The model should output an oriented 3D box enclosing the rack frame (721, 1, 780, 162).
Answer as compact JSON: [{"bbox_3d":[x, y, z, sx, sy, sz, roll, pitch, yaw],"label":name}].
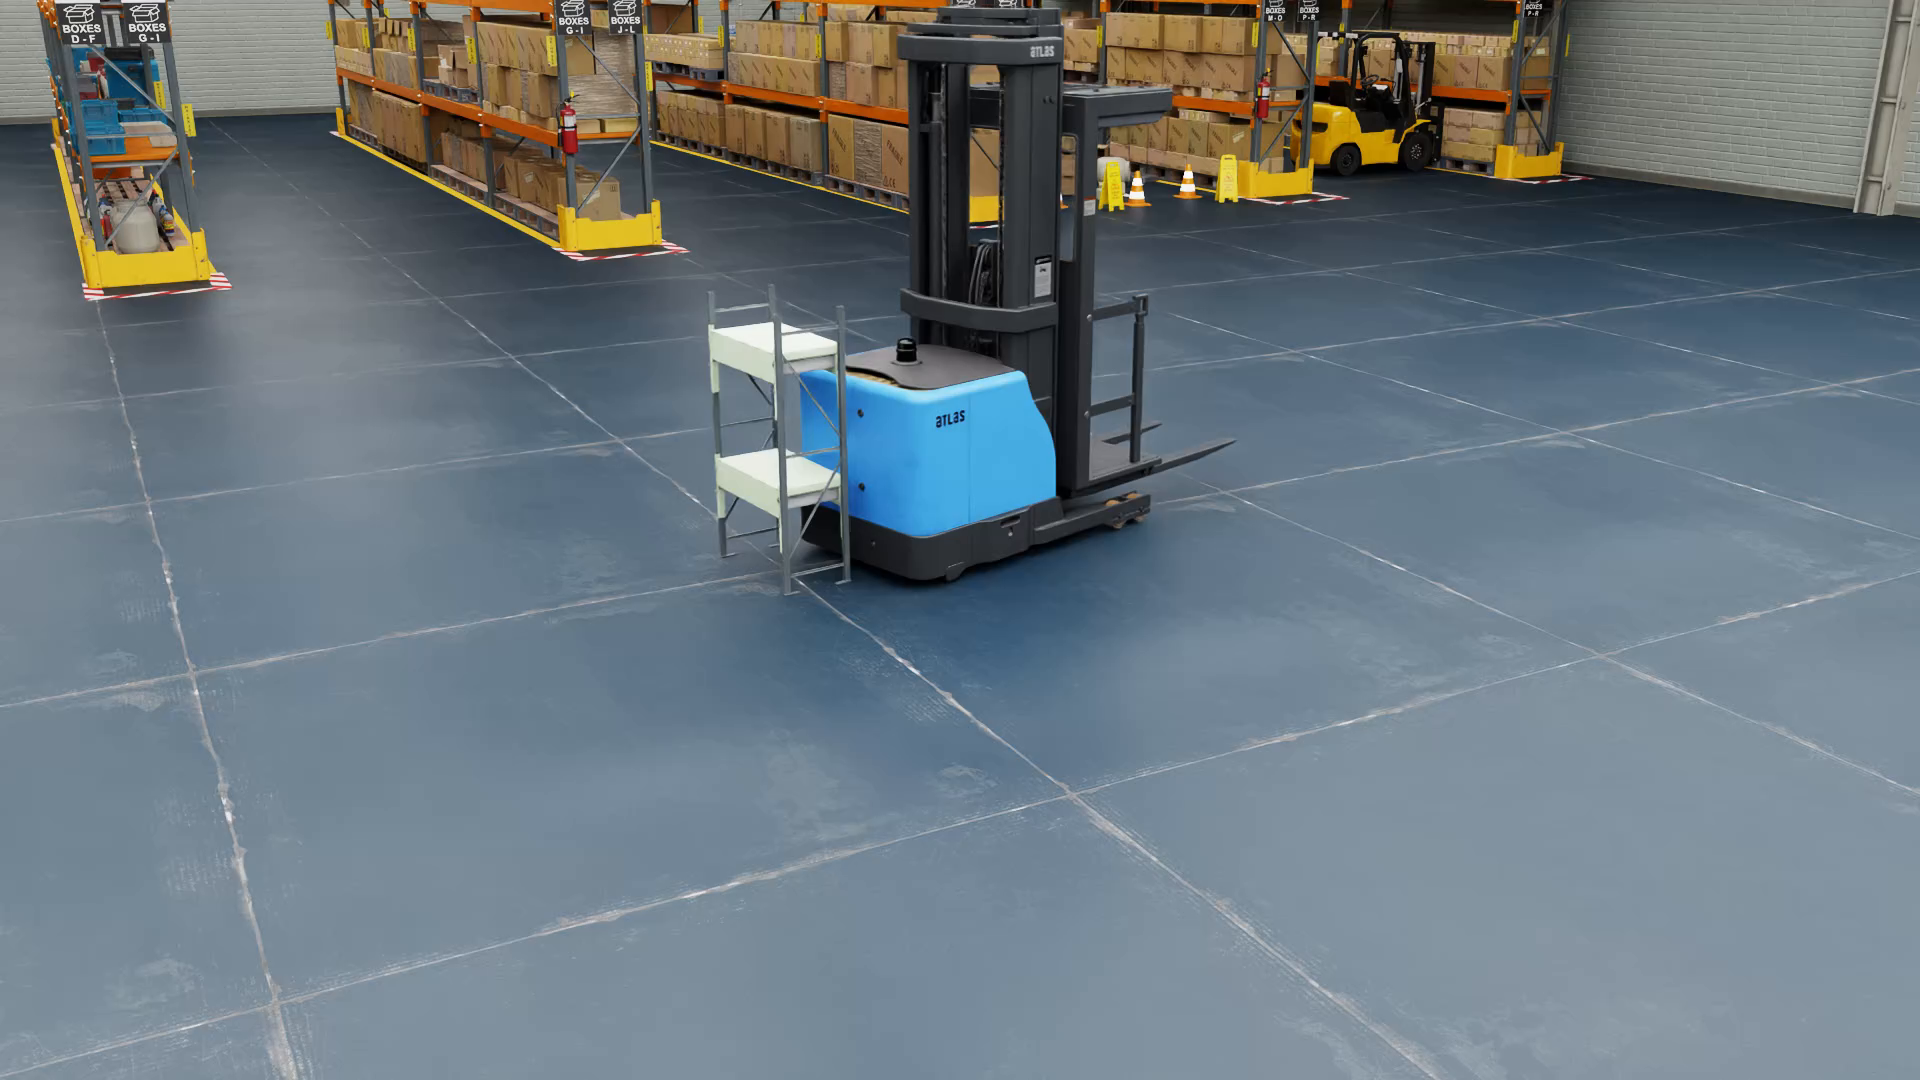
[{"bbox_3d":[-3.491,-7.931,28.017,1.000,3.000,0.127,-10,21,-27],"label":"rack frame"}]

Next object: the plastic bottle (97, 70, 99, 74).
[{"bbox_3d":[-13.565,-7.314,26.304,0.144,0.351,0.185,-10,21,-27],"label":"plastic bottle"}]

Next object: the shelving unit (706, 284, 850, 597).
[{"bbox_3d":[-0.972,-0.548,8.921,0.431,1.500,0.755,-13,23,-33],"label":"shelving unit"}]

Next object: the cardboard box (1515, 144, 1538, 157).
[{"bbox_3d":[8.922,-6.270,26.775,0.500,0.250,0.500,-10,21,-26],"label":"cardboard box"}]

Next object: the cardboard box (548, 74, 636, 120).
[{"bbox_3d":[-4.342,-5.245,19.624,0.875,0.500,0.500,-10,21,-27],"label":"cardboard box"}]

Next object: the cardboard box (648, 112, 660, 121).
[{"bbox_3d":[-5.819,-8.112,31.812,0.380,0.149,0.250,-10,21,-26],"label":"cardboard box"}]

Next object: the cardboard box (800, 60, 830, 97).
[{"bbox_3d":[-2.074,-6.938,24.987,0.500,0.500,0.500,-10,21,-27],"label":"cardboard box"}]

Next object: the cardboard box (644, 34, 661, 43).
[{"bbox_3d":[-5.608,-9.256,30.686,0.380,0.149,0.250,-9,21,-24],"label":"cardboard box"}]

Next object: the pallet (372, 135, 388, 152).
[{"bbox_3d":[-10.095,-7.252,30.325,1.003,0.211,1.213,-10,21,-27],"label":"pallet"}]

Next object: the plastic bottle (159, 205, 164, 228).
[{"bbox_3d":[-9.357,-3.800,19.554,0.097,0.271,0.097,0,19,0],"label":"plastic bottle"}]

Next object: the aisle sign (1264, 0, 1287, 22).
[{"bbox_3d":[4.391,-7.596,23.062,0.394,0.787,0.004,-10,21,-27],"label":"aisle sign"}]

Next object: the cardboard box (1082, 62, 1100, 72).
[{"bbox_3d":[2.230,-7.763,27.272,0.380,0.149,0.250,-10,21,-26],"label":"cardboard box"}]

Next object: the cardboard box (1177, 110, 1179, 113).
[{"bbox_3d":[3.477,-6.558,26.459,0.500,0.500,0.500,-10,21,-26],"label":"cardboard box"}]

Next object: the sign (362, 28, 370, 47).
[{"bbox_3d":[-10.291,-8.700,28.798,0.100,0.325,0.005,-10,21,-27],"label":"sign"}]

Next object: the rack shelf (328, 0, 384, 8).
[{"bbox_3d":[-10.753,-9.992,30.494,1.077,0.370,4.000,-10,21,-27],"label":"rack shelf"}]

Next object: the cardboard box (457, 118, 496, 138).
[{"bbox_3d":[-7.298,-6.234,25.108,0.500,0.250,0.500,-7,20,-21],"label":"cardboard box"}]

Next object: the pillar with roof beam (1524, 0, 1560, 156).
[{"bbox_3d":[5.657,-9.709,23.972,9.100,9.000,0.400,-10,21,-27],"label":"pillar with roof beam"}]

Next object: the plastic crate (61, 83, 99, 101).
[{"bbox_3d":[-10.862,-5.398,20.579,0.402,0.464,0.583,-10,21,-27],"label":"plastic crate"}]

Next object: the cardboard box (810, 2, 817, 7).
[{"bbox_3d":[-3.056,-11.705,36.274,0.380,0.149,0.250,-9,21,-26],"label":"cardboard box"}]

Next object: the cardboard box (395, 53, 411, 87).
[{"bbox_3d":[-8.837,-7.635,27.005,0.500,0.500,0.500,-11,22,-28],"label":"cardboard box"}]

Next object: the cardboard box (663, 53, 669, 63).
[{"bbox_3d":[-5.116,-8.678,29.924,0.380,0.149,0.250,-11,22,-29],"label":"cardboard box"}]

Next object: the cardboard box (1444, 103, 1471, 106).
[{"bbox_3d":[8.216,-7.175,27.865,0.500,0.250,0.500,-10,22,-28],"label":"cardboard box"}]

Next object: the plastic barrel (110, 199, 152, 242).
[{"bbox_3d":[-9.082,-3.471,18.263,0.421,0.512,0.421,0,19,0],"label":"plastic barrel"}]

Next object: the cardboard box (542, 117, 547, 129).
[{"bbox_3d":[-4.809,-5.036,20.013,0.380,0.149,0.250,-10,21,-27],"label":"cardboard box"}]

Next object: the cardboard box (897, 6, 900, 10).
[{"bbox_3d":[-1.139,-10.903,33.951,0.380,0.149,0.250,-10,21,-26],"label":"cardboard box"}]

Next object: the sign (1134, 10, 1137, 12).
[{"bbox_3d":[3.772,-11.279,35.945,0.100,0.325,0.005,-10,21,-27],"label":"sign"}]

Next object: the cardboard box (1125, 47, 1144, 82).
[{"bbox_3d":[2.940,-7.456,26.032,0.500,0.500,0.500,-10,21,-27],"label":"cardboard box"}]

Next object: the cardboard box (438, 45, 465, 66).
[{"bbox_3d":[-7.612,-7.289,25.358,0.500,0.500,0.500,-13,23,-33],"label":"cardboard box"}]

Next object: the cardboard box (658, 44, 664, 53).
[{"bbox_3d":[-5.236,-8.893,30.089,0.380,0.149,0.250,-11,22,-29],"label":"cardboard box"}]

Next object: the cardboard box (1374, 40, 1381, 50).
[{"bbox_3d":[7.276,-8.425,28.302,0.380,0.149,0.250,-10,21,-27],"label":"cardboard box"}]

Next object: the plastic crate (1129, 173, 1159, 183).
[{"bbox_3d":[2.741,-5.621,25.797,0.583,0.080,0.402,16,25,39],"label":"plastic crate"}]

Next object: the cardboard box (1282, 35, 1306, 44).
[{"bbox_3d":[6.093,-9.128,30.339,0.380,0.149,0.250,-10,21,-26],"label":"cardboard box"}]

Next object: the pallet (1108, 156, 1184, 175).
[{"bbox_3d":[3.067,-6.073,26.907,1.003,0.211,1.213,-10,21,-27],"label":"pallet"}]

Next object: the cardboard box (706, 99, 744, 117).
[{"bbox_3d":[-4.046,-7.458,28.685,0.500,0.250,0.500,-11,22,-28],"label":"cardboard box"}]

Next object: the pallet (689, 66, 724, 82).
[{"bbox_3d":[-3.923,-8.028,28.593,1.213,0.211,1.003,-10,21,-27],"label":"pallet"}]

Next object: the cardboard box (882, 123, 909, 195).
[{"bbox_3d":[-0.492,-5.265,22.905,0.875,0.875,0.875,-10,22,-28],"label":"cardboard box"}]

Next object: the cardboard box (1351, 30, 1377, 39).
[{"bbox_3d":[6.974,-8.705,28.658,0.380,0.149,0.250,-10,21,-26],"label":"cardboard box"}]

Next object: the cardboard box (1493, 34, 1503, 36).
[{"bbox_3d":[8.675,-8.051,26.762,0.380,0.149,0.250,-10,21,-26],"label":"cardboard box"}]

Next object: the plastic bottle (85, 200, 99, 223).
[{"bbox_3d":[-10.420,-3.949,19.977,0.152,0.276,0.135,-9,21,-25],"label":"plastic bottle"}]

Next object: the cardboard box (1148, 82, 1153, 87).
[{"bbox_3d":[3.144,-7.035,25.807,0.380,0.149,0.250,-10,21,-27],"label":"cardboard box"}]

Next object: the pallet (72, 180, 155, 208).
[{"bbox_3d":[-11.929,-4.878,23.444,1.003,0.211,1.213,-10,21,-27],"label":"pallet"}]

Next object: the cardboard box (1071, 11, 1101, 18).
[{"bbox_3d":[2.812,-11.538,37.094,0.500,0.500,0.500,-11,22,-28],"label":"cardboard box"}]

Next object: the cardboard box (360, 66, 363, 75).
[{"bbox_3d":[-10.603,-8.479,29.991,0.380,0.149,0.250,-10,21,-26],"label":"cardboard box"}]

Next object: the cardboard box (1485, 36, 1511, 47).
[{"bbox_3d":[8.483,-7.831,26.123,0.380,0.149,0.250,-10,21,-27],"label":"cardboard box"}]

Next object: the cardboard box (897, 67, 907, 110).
[{"bbox_3d":[-0.344,-6.140,22.595,0.875,0.550,0.550,-10,21,-27],"label":"cardboard box"}]

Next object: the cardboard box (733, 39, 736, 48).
[{"bbox_3d":[-3.670,-8.531,28.586,0.380,0.149,0.250,-11,22,-28],"label":"cardboard box"}]

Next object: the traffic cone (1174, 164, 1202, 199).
[{"bbox_3d":[3.277,-5.155,23.860,0.336,0.463,0.334,-10,21,-27],"label":"traffic cone"}]

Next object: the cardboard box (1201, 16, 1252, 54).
[{"bbox_3d":[3.948,-7.350,24.191,0.700,0.500,0.500,-10,21,-26],"label":"cardboard box"}]

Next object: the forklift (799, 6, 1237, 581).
[{"bbox_3d":[0.500,-1.560,9.659,3.031,2.935,1.130,-18,26,-42],"label":"forklift"}]

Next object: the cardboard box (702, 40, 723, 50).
[{"bbox_3d":[-4.127,-8.362,28.094,0.380,0.149,0.250,-11,22,-29],"label":"cardboard box"}]

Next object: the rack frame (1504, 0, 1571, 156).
[{"bbox_3d":[8.983,-7.200,25.899,1.000,3.000,0.127,-10,21,-27],"label":"rack frame"}]

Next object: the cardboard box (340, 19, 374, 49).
[{"bbox_3d":[-11.224,-9.442,31.019,0.500,0.500,0.500,-11,22,-28],"label":"cardboard box"}]

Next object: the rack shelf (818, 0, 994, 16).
[{"bbox_3d":[-0.642,-7.286,22.653,1.077,0.370,4.000,-10,21,-27],"label":"rack shelf"}]

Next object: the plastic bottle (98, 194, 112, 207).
[{"bbox_3d":[-10.218,-3.958,19.891,0.144,0.351,0.185,-10,21,-27],"label":"plastic bottle"}]

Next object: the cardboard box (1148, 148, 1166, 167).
[{"bbox_3d":[3.277,-5.963,25.884,0.500,0.250,0.500,-10,22,-27],"label":"cardboard box"}]
